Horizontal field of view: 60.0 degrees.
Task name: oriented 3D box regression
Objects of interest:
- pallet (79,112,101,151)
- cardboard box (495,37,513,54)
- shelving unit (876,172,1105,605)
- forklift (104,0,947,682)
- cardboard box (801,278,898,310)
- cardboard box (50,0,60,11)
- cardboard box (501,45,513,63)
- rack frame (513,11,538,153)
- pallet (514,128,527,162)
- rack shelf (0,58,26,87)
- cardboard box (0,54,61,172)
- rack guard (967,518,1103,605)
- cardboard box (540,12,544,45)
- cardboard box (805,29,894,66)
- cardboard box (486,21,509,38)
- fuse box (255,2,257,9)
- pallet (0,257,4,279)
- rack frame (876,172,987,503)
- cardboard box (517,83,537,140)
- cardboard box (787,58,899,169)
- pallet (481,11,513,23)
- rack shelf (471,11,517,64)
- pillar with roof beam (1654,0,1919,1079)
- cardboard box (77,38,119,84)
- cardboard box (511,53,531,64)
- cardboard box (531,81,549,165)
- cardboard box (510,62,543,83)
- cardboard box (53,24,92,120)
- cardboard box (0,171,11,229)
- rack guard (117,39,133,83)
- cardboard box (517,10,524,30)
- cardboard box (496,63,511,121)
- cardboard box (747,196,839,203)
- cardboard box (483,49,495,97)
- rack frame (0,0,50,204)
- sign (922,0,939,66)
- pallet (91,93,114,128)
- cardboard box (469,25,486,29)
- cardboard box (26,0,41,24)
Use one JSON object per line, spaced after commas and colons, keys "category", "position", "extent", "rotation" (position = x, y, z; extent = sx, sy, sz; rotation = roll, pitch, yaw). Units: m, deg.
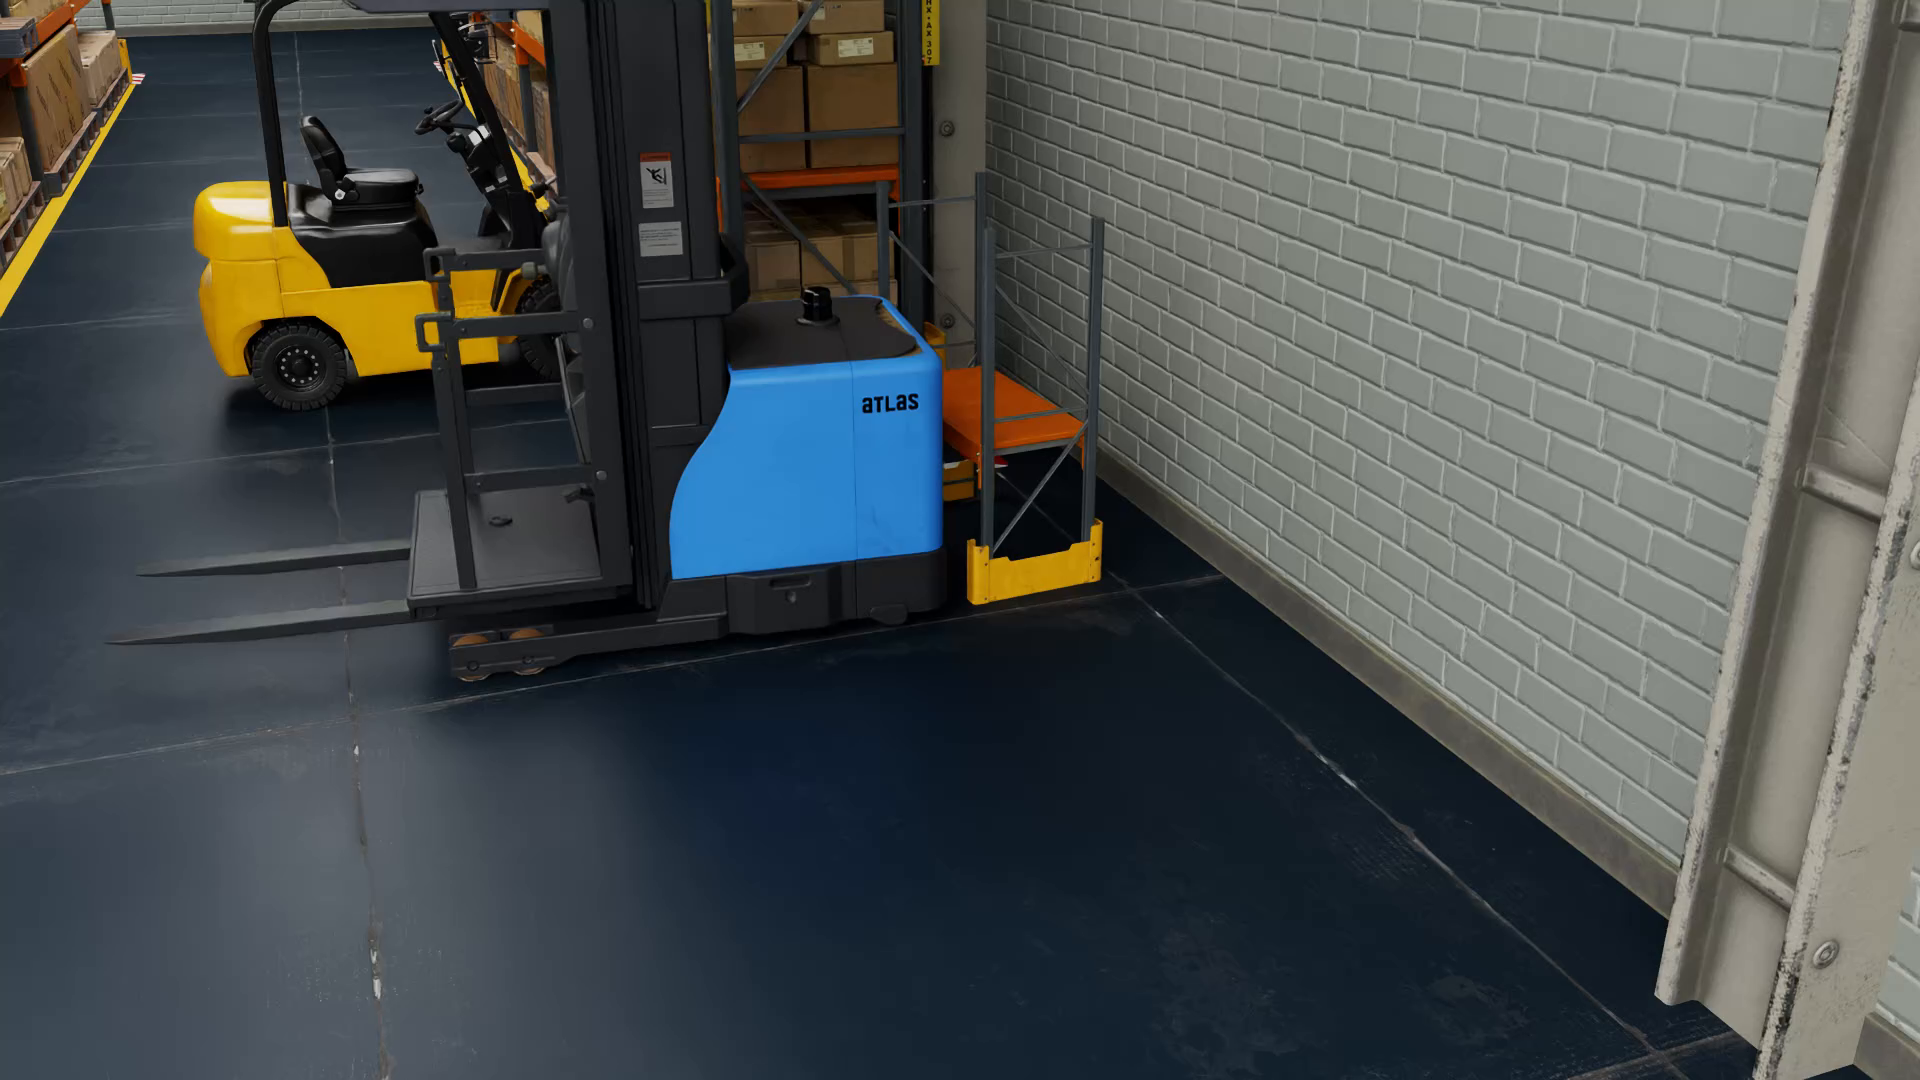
{"category": "pallet", "position": [-9.207, -4.058, 16.607], "extent": [1.003, 0.211, 1.213], "rotation": [-8, 24, -19]}
{"category": "cardboard box", "position": [-4.758, -5.288, 17.776], "extent": [0.380, 0.149, 0.250], "rotation": [-10, 25, -22]}
{"category": "shelving unit", "position": [0.094, -0.668, 6.905], "extent": [0.587, 1.500, 1.083], "rotation": [-10, 25, -23]}
{"category": "forklift", "position": [-1.625, -1.064, 6.000], "extent": [3.031, 2.935, 1.130], "rotation": [-6, 24, -14]}
{"category": "cardboard box", "position": [-0.640, -1.292, 8.808], "extent": [0.500, 0.250, 0.500], "rotation": [-8, 24, -18]}
{"category": "cardboard box", "position": [-8.977, -5.230, 15.991], "extent": [0.500, 0.250, 0.500], "rotation": [-9, 24, -20]}
{"category": "cardboard box", "position": [-4.510, -5.003, 17.101], "extent": [0.380, 0.149, 0.250], "rotation": [-7, 24, -17]}
{"category": "rack frame", "position": [-3.495, -4.842, 14.876], "extent": [1.000, 3.000, 0.127], "rotation": [-8, 24, -19]}
{"category": "pallet", "position": [-3.723, -3.834, 16.074], "extent": [1.003, 0.211, 1.213], "rotation": [-8, 24, -19]}
{"category": "rack shelf", "position": [-7.430, -3.102, 11.673], "extent": [1.077, 0.370, 4.000], "rotation": [-8, 24, -19]}
{"category": "cardboard box", "position": [-8.303, -3.637, 14.211], "extent": [0.875, 0.875, 0.875], "rotation": [-9, 24, -19]}
{"category": "rack guard", "position": [0.305, 0.083, 6.732], "extent": [0.587, 0.250, 0.087], "rotation": [-10, 25, -23]}
{"category": "cardboard box", "position": [-3.023, -4.020, 13.119], "extent": [0.500, 0.250, 0.500], "rotation": [-8, 24, -17]}
{"category": "cardboard box", "position": [-0.546, -2.439, 8.211], "extent": [0.380, 0.149, 0.250], "rotation": [-9, 24, -20]}
{"category": "cardboard box", "position": [-4.893, -5.518, 17.941], "extent": [0.380, 0.149, 0.250], "rotation": [-10, 25, -22]}
{"category": "fuse box", "position": [-10.960, -8.754, 25.816], "extent": [0.539, 1.711, 0.414], "rotation": [-8, 24, -19]}
{"category": "pallet", "position": [-7.000, -1.704, 11.021], "extent": [1.003, 0.211, 1.213], "rotation": [-8, 24, -19]}
{"category": "rack frame", "position": [-0.118, -0.844, 7.321], "extent": [0.500, 1.500, 0.032], "rotation": [-10, 25, -23]}
{"category": "cardboard box", "position": [-3.845, -4.008, 15.575], "extent": [0.500, 0.500, 0.500], "rotation": [-8, 24, -17]}
{"category": "cardboard box", "position": [-0.584, -2.200, 8.478], "extent": [0.500, 0.500, 0.500], "rotation": [-8, 24, -17]}
{"category": "pallet", "position": [-3.800, -4.990, 15.475], "extent": [1.213, 0.211, 1.003], "rotation": [-8, 24, -19]}
{"category": "rack shelf", "position": [-4.201, -5.237, 16.740], "extent": [1.077, 0.370, 4.000], "rotation": [-8, 24, -19]}
{"category": "pillar with roof beam", "position": [-1.979, -2.306, 1.134], "extent": [9.100, 9.000, 0.400], "rotation": [-8, 24, -19]}
{"category": "cardboard box", "position": [-10.305, -5.522, 19.247], "extent": [0.875, 0.438, 0.875], "rotation": [-8, 24, -18]}
{"category": "cardboard box", "position": [-4.223, -4.717, 16.421], "extent": [0.380, 0.149, 0.250], "rotation": [-9, 24, -20]}
{"category": "cardboard box", "position": [-3.287, -3.713, 14.714], "extent": [0.875, 0.625, 0.625], "rotation": [-8, 24, -17]}
{"category": "cardboard box", "position": [-4.031, -4.422, 15.723], "extent": [0.380, 0.149, 0.250], "rotation": [-10, 25, -22]}
{"category": "cardboard box", "position": [-9.256, -4.613, 16.528], "extent": [0.875, 0.875, 0.875], "rotation": [-8, 24, -17]}
{"category": "cardboard box", "position": [-7.416, -2.392, 11.907], "extent": [0.950, 0.372, 0.625], "rotation": [-8, 24, -17]}
{"category": "rack guard", "position": [-10.972, -5.923, 20.660], "extent": [1.175, 0.500, 0.348], "rotation": [-8, 24, -19]}
{"category": "cardboard box", "position": [-3.566, -4.578, 14.443], "extent": [0.500, 0.250, 0.500], "rotation": [-8, 24, -19]}
{"category": "cardboard box", "position": [-4.400, -4.567, 16.902], "extent": [0.500, 0.500, 0.500], "rotation": [-9, 25, -21]}
{"category": "cardboard box", "position": [-1.008, -1.887, 9.578], "extent": [0.500, 0.250, 0.500], "rotation": [-9, 24, -19]}
{"category": "cardboard box", "position": [-4.947, -5.131, 18.238], "extent": [0.500, 0.500, 0.500], "rotation": [-7, 24, -17]}
{"category": "rack frame", "position": [-8.137, -4.160, 13.257], "extent": [1.000, 3.000, 0.127], "rotation": [-8, 24, -19]}
{"category": "sign", "position": [-0.147, -2.445, 7.972], "extent": [0.100, 0.325, 0.005], "rotation": [-8, 24, -19]}
{"category": "pallet", "position": [-9.745, -4.615, 17.928], "extent": [1.003, 0.211, 1.213], "rotation": [-8, 24, -19]}
{"category": "cardboard box", "position": [-5.835, -6.034, 20.381], "extent": [0.500, 0.500, 0.500], "rotation": [-8, 24, -18]}
{"category": "cardboard box", "position": [-8.452, -4.679, 14.681], "extent": [0.500, 0.250, 0.500], "rotation": [-8, 24, -17]}
